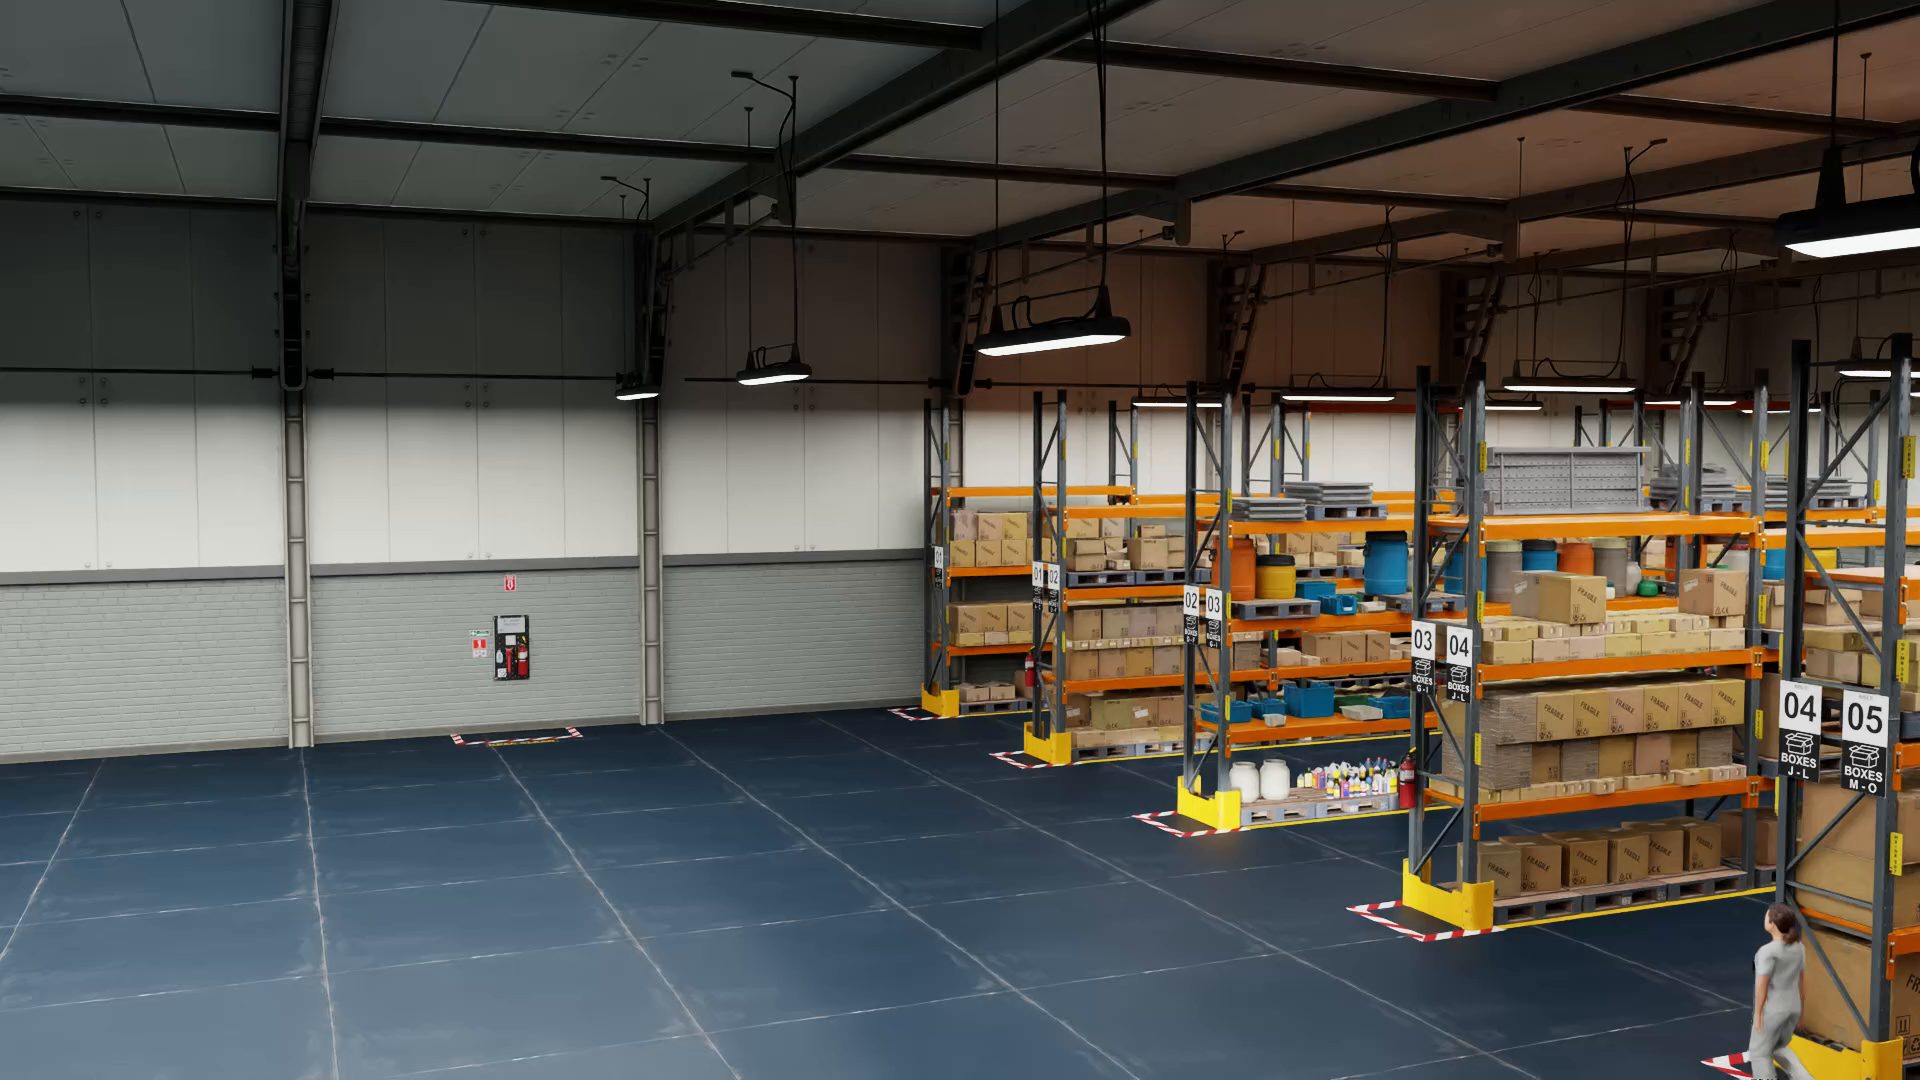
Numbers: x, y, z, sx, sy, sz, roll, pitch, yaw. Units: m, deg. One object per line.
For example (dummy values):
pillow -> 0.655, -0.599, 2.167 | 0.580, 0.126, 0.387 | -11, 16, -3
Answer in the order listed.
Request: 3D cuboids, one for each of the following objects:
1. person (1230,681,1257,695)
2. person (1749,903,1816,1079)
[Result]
person -> 5.337, 2.488, 31.697 | 1.052, 1.580, 0.482 | -2, 4, -32
person -> 6.229, 3.577, 12.520 | 0.459, 1.657, 0.535 | -2, 4, -26
